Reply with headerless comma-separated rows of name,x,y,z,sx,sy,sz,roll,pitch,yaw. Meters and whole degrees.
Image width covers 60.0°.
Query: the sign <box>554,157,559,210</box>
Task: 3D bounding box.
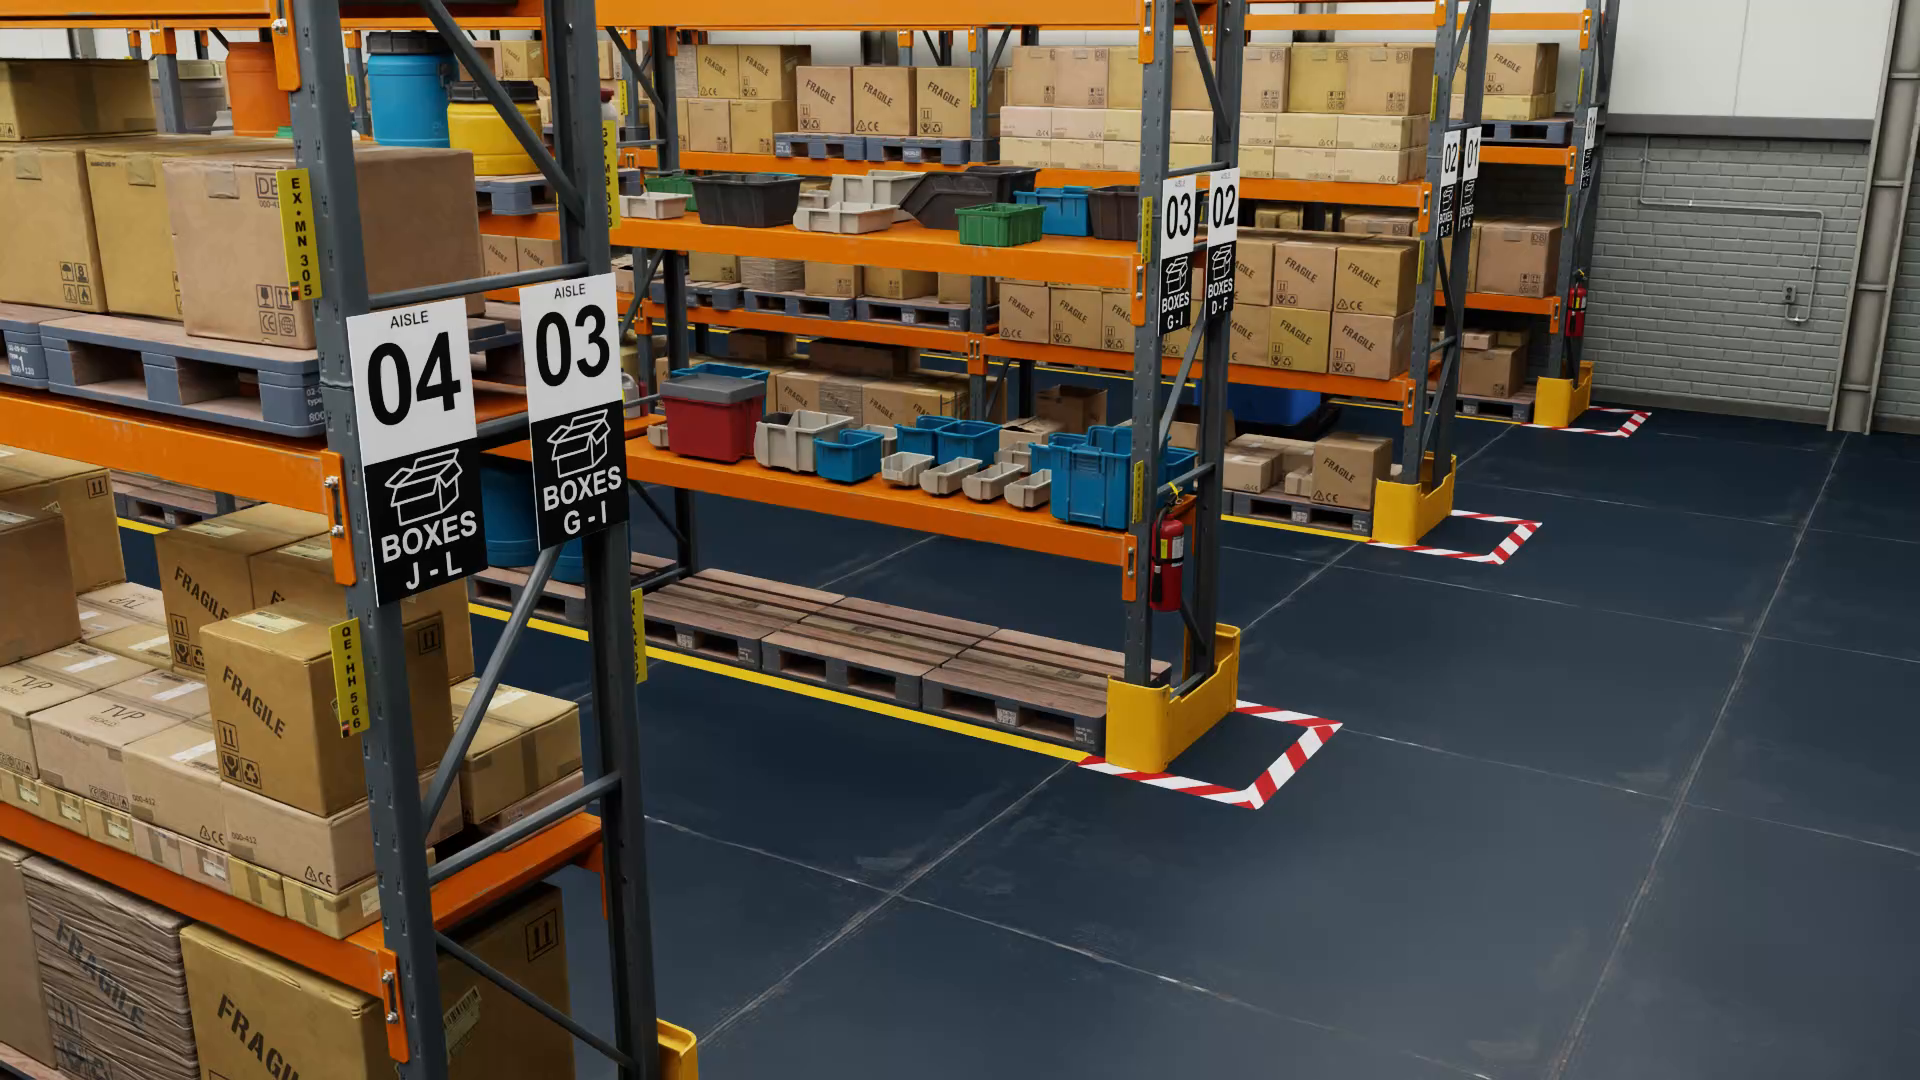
sign,-2.484,-2.224,10.365,0.005,0.325,0.100,10,20,30

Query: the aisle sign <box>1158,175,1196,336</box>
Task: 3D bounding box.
aisle sign,1.122,-1.472,8.594,0.004,0.787,0.394,10,20,30

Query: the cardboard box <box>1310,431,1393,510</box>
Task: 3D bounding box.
cardboard box,3.218,-0.574,13.655,0.500,0.500,0.500,10,20,30

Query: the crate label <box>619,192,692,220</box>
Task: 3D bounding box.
crate label,-1.928,-2.083,10.372,0.466,0.136,0.293,10,20,30

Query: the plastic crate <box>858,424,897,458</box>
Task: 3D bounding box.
plastic crate,-0.553,-0.632,10.653,0.466,0.136,0.293,10,20,30

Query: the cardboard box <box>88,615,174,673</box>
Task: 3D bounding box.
cardboard box,-2.965,0.472,6.414,0.500,0.250,0.500,10,19,29

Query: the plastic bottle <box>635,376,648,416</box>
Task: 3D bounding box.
plastic bottle,-2.283,-1.026,11.799,0.133,0.283,0.061,10,20,30

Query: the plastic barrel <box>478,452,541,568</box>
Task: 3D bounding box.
plastic barrel,-3.252,-0.312,12.135,0.708,0.901,0.600,10,20,30

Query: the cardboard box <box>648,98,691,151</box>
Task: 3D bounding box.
cardboard box,-2.618,-4.180,16.648,0.500,0.500,0.910,10,20,30

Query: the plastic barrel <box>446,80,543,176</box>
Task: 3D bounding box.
plastic barrel,-3.078,-2.735,11.017,0.600,0.588,0.600,0,17,0

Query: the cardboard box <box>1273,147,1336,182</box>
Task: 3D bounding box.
cardboard box,2.814,-2.993,13.171,0.500,0.250,0.500,10,20,30

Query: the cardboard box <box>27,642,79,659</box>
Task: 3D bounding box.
cardboard box,-3.657,0.526,6.234,0.500,0.250,0.500,11,20,31

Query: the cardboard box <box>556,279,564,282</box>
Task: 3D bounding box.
cardboard box,-4.123,-2.815,17.919,0.250,0.149,0.380,12,21,34

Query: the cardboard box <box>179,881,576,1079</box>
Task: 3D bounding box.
cardboard box,-1.965,1.653,5.712,0.875,0.875,0.875,10,20,30

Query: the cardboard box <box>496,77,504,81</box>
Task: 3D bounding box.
cardboard box,-6.642,-6.489,24.214,0.500,0.500,0.500,12,20,34

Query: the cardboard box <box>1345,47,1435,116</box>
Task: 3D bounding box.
cardboard box,3.364,-3.574,12.932,0.500,0.500,0.700,10,20,30

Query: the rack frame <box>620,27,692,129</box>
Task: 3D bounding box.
rack frame,-3.007,-5.625,16.418,0.127,3.000,1.000,10,20,30

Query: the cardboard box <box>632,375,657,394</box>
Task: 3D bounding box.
cardboard box,-3.583,-1.660,17.693,0.500,0.250,0.500,11,20,31

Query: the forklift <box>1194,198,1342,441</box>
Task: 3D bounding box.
forklift,3.372,-2.652,17.068,1.130,2.935,3.031,8,19,24

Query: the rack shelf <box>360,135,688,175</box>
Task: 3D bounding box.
rack shelf,-4.711,-4.150,17.960,4.000,0.370,1.077,10,20,30

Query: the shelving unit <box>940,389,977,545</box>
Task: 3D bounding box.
shelving unit,-0.012,-0.576,13.214,0.189,1.200,0.258,10,20,30

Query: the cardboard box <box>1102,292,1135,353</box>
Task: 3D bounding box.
cardboard box,1.556,-1.896,14.289,0.500,0.500,0.500,10,20,30

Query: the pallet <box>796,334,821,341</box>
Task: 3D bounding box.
pallet,-2.118,-2.953,22.740,1.213,0.211,1.003,10,20,30

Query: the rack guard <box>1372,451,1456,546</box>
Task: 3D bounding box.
rack guard,3.745,-0.354,13.685,0.348,0.500,1.175,10,20,30

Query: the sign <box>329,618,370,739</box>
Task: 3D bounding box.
sign,-1.674,0.380,4.571,0.005,0.325,0.100,10,20,30

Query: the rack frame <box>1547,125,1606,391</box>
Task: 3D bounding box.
rack frame,6.399,-2.766,17.325,0.127,3.000,1.000,10,20,30

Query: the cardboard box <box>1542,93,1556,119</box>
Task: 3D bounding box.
cardboard box,5.905,-4.550,17.401,0.500,0.250,0.500,11,20,33

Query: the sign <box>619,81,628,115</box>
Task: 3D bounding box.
sign,-3.305,-4.339,16.319,0.005,0.325,0.100,10,20,30

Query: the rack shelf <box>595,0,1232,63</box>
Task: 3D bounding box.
rack shelf,-0.490,-2.951,9.539,4.000,0.370,1.077,10,20,30

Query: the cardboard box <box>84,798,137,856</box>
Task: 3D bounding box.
cardboard box,-2.725,0.907,5.665,0.250,0.149,0.380,10,19,29

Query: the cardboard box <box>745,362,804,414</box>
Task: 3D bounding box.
cardboard box,-1.895,-1.474,16.615,0.500,0.500,0.500,10,19,29

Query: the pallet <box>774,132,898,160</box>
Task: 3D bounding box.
pallet,-1.003,-3.765,15.779,1.003,0.211,1.213,10,20,30

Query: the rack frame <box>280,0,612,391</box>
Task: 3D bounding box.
rack frame,-1.378,-1.956,4.337,0.127,3.000,1.000,10,20,30

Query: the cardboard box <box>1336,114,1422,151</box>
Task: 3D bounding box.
cardboard box,3.239,-3.156,12.846,0.500,0.250,0.500,10,20,30

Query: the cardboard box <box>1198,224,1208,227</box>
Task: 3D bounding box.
cardboard box,1.835,-2.506,14.578,0.500,0.500,0.500,10,20,30

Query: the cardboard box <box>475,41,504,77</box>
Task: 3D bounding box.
cardboard box,-6.633,-6.963,24.055,0.500,0.500,0.500,10,19,29

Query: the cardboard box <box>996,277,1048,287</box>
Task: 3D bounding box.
cardboard box,0.656,-2.531,14.662,0.500,0.500,0.500,11,20,31

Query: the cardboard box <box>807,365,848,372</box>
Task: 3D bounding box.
cardboard box,-1.196,-1.528,16.795,0.500,0.500,0.500,9,19,28

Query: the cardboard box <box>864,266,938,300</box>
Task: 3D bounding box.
cardboard box,-0.504,-2.612,15.924,0.500,0.500,0.700,14,22,39

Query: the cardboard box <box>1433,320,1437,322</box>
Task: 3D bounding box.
cardboard box,5.099,-2.347,18.408,0.250,0.149,0.380,10,20,31

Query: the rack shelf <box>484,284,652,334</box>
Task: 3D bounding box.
rack shelf,-4.711,-2.715,18.396,4.000,0.370,1.077,10,20,30

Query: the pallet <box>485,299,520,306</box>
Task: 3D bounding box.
pallet,-6.496,-3.721,25.268,1.213,0.211,1.003,10,20,30

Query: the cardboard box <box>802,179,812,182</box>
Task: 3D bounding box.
cardboard box,-2.361,-4.584,22.383,0.500,0.500,0.700,13,21,38

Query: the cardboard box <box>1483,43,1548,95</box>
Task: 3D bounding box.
cardboard box,5.633,-4.780,16.870,0.500,0.500,0.500,10,20,30

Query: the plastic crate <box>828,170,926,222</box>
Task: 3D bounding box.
plastic crate,-0.513,-2.104,10.190,0.530,0.282,0.437,10,20,30

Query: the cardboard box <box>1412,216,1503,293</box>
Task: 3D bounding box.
cardboard box,5.334,-3.092,17.884,0.700,0.700,0.980,10,20,30

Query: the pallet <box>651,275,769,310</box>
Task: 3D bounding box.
pallet,-2.393,-2.577,17.036,1.003,0.211,1.213,10,20,30

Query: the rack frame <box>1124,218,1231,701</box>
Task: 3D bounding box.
rack frame,1.214,-0.312,9.247,0.127,3.000,1.000,10,20,30

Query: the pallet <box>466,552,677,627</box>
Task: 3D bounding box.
pallet,-2.830,0.286,12.076,1.213,0.211,1.003,10,20,30

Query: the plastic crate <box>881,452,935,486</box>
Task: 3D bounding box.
plastic crate,-0.327,-0.418,9.947,0.250,0.136,0.298,10,20,30

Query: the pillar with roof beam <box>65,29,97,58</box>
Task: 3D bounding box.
pillar with roof beam,-18.664,-8.937,27.318,0.400,9.000,9.100,10,20,30
